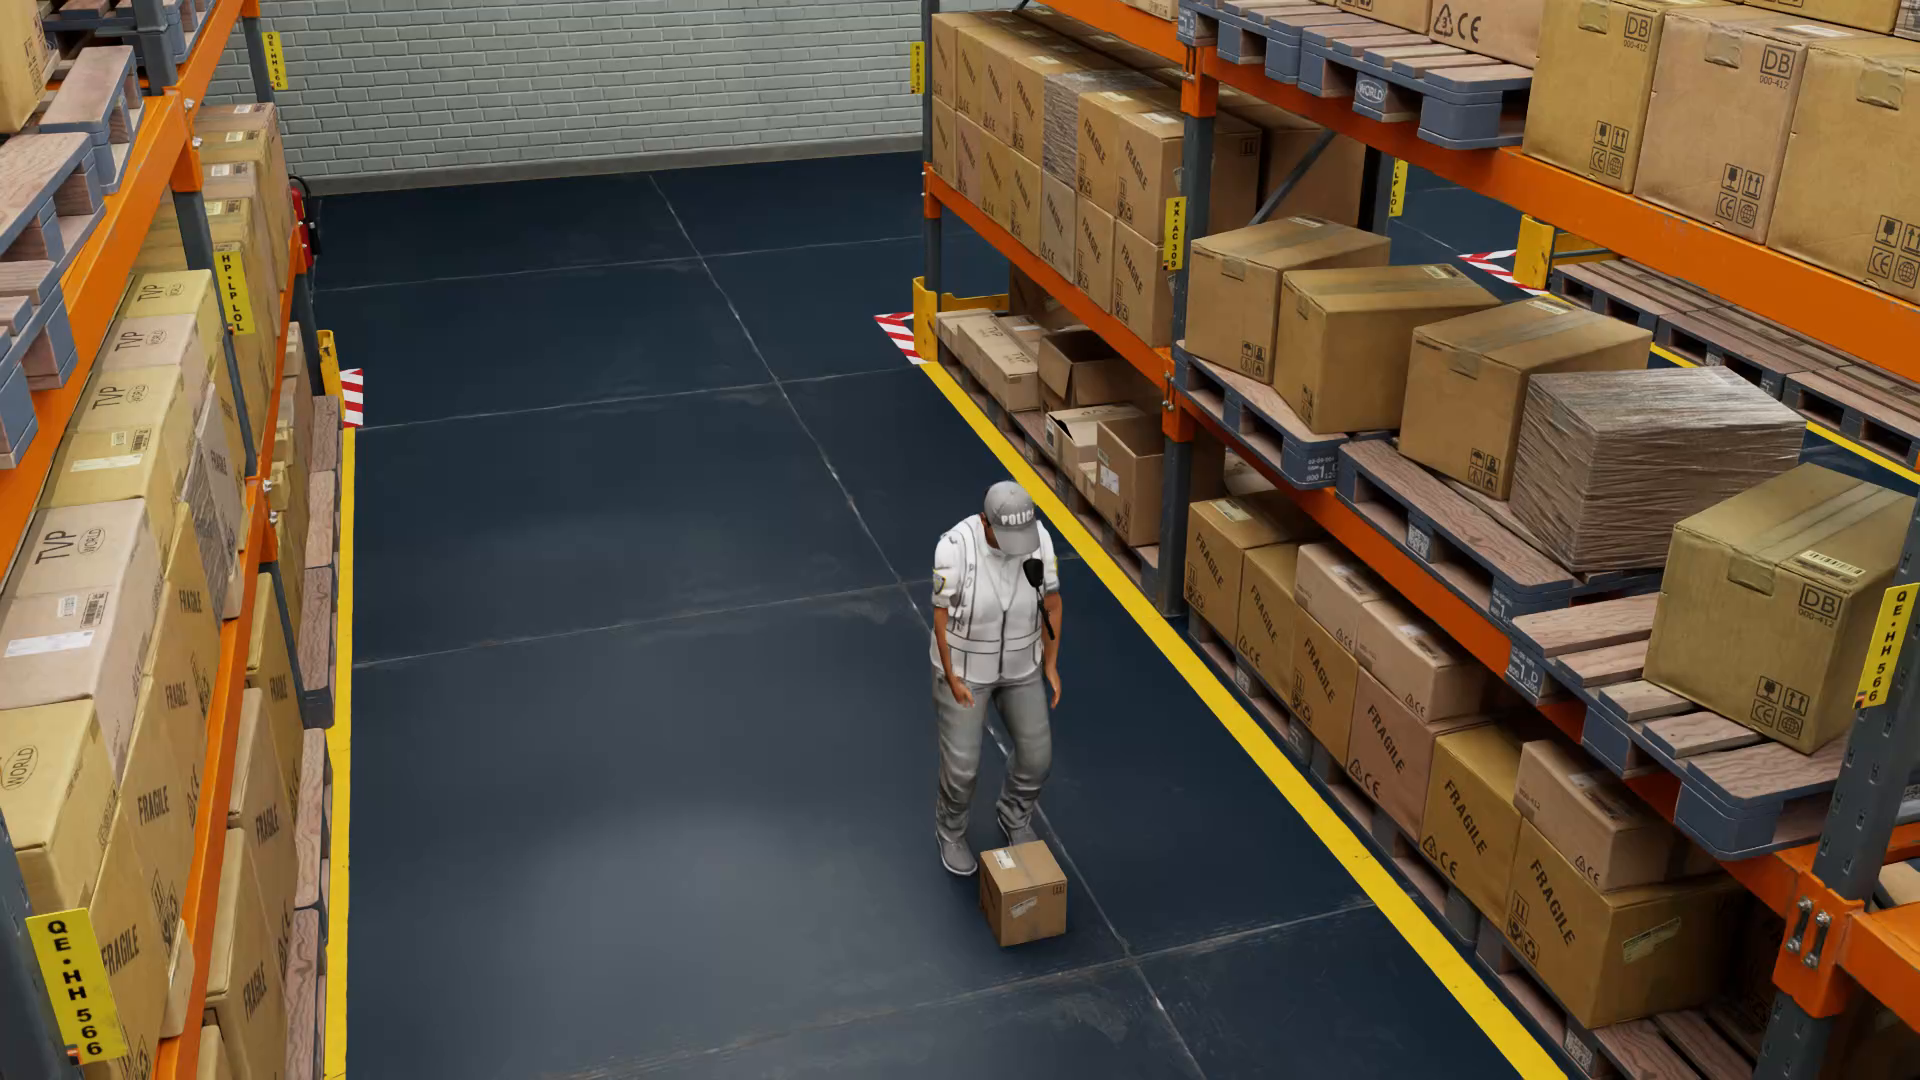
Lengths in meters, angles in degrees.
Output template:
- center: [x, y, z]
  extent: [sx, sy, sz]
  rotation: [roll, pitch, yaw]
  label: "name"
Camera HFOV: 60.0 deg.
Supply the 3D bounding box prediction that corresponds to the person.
- center: [0.162, 0.939, 6.263]
  extent: [0.527, 0.812, 0.880]
  rotation: [-8, 28, -16]
  label: "person"
